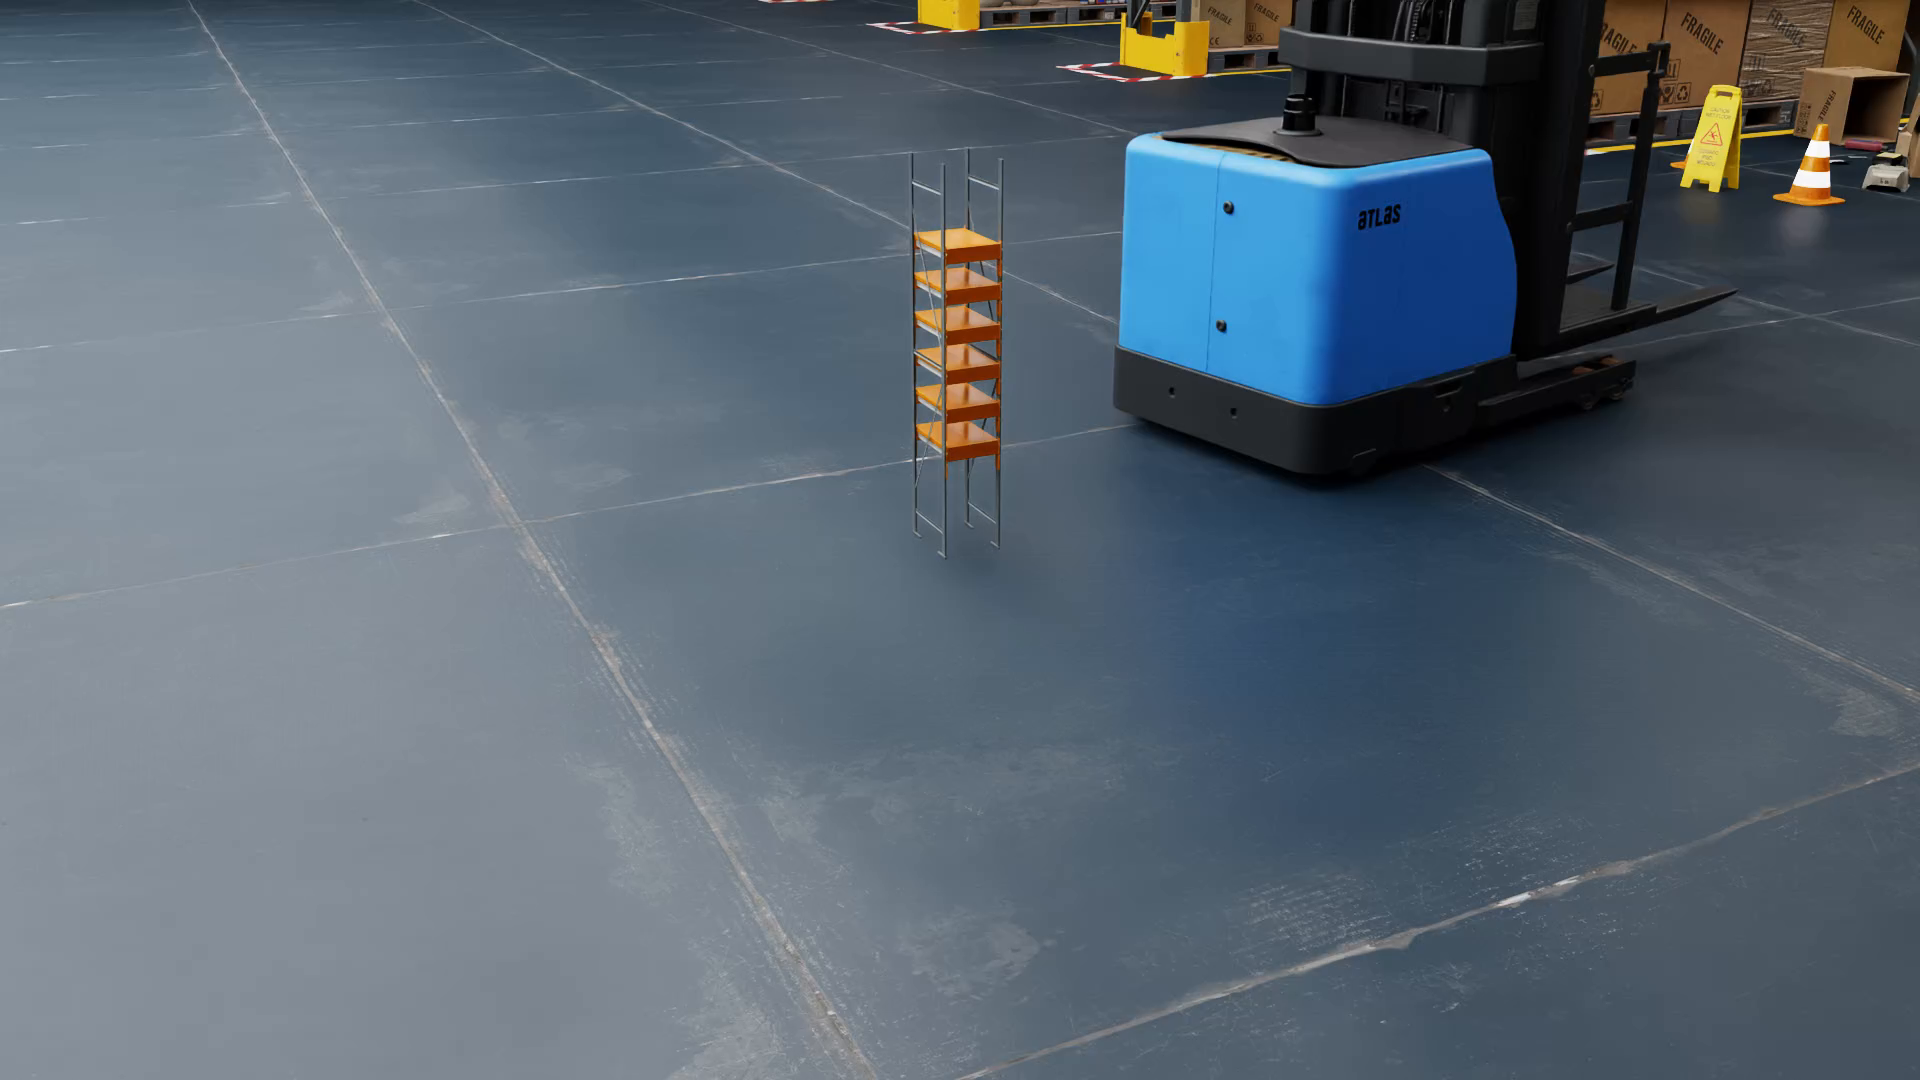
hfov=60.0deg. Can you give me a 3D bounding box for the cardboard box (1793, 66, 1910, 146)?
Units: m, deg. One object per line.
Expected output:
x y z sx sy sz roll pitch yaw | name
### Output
6.663 -3.250 12.445 0.500 0.500 0.500 -6 23 -14 | cardboard box

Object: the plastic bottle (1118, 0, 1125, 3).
2.062 -6.978 21.270 0.097 0.201 0.097 0 22 0 | plastic bottle

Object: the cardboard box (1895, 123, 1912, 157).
6.867 -2.832 11.745 0.258 0.266 0.396 -6 23 -14 | cardboard box

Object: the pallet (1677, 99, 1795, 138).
5.797 -3.424 13.245 1.213 0.211 1.003 -10 25 -24 | pallet

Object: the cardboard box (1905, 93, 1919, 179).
6.735 -2.673 11.049 0.797 0.503 0.637 10 24 22 | cardboard box

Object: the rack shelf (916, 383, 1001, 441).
-0.013 -0.400 5.078 0.180 0.103 0.258 -10 25 -24 | rack shelf

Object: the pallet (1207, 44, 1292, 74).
2.768 -4.925 16.871 1.213 0.211 1.003 -10 25 -24 | pallet

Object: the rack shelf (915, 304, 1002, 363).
-0.013 -0.622 4.986 0.180 0.103 0.258 -10 25 -24 | rack shelf

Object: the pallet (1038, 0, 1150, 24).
1.685 -6.859 21.544 1.213 0.211 1.003 -10 25 -24 | pallet

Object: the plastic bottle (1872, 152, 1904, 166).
6.473 -2.657 11.588 0.133 0.061 0.283 20 30 40 | plastic bottle

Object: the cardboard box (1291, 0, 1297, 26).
3.619 -5.423 17.148 0.500 0.500 0.500 -8 24 -19 | cardboard box

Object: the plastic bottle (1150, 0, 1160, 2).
2.490 -7.136 21.456 0.185 0.351 0.144 -11 25 -24 | plastic bottle

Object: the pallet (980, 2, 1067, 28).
0.587 -6.658 21.059 1.213 0.211 1.003 -10 25 -24 | pallet

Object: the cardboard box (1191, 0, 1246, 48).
2.523 -5.215 16.645 0.500 0.500 0.500 -6 23 -14 | cardboard box

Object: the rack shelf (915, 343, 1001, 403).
-0.013 -0.511 5.032 0.180 0.103 0.258 -10 25 -24 | rack shelf

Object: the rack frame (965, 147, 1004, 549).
0.069 -0.567 5.051 0.006 1.200 0.240 -10 25 -24 | rack frame

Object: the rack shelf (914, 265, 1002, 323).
-0.013 -0.733 4.940 0.180 0.103 0.258 -10 25 -24 | rack shelf

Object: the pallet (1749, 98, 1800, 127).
6.898 -3.628 13.738 1.213 0.211 1.003 -10 25 -24 | pallet

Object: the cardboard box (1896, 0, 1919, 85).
8.137 -4.304 14.118 0.750 0.750 1.050 -11 25 -24 | cardboard box

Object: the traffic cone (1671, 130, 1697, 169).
5.107 -2.778 11.357 0.334 0.463 0.336 -10 25 -24 | traffic cone

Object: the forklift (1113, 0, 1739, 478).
2.051 -2.005 6.261 3.031 2.935 1.130 -17 28 -35 | forklift

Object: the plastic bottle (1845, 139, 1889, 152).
6.612 -2.868 12.100 0.283 0.061 0.133 20 30 40 | plastic bottle

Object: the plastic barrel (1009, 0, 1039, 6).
0.816 -7.048 21.058 0.421 0.512 0.421 0 22 0 | plastic barrel

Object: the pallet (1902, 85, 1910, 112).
8.280 -3.881 14.349 1.213 0.211 1.003 -10 25 -24 | pallet

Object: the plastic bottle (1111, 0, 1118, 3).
1.972 -6.994 21.217 0.097 0.271 0.097 0 22 0 | plastic bottle

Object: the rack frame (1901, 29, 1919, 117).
7.617 -5.015 13.444 0.127 3.000 1.000 -10 25 -24 | rack frame

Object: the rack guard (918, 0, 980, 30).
-0.147 -6.659 20.682 0.348 0.500 1.175 -10 25 -24 | rack guard

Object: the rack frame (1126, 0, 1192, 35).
1.953 -6.078 16.011 0.127 3.000 1.000 -10 25 -24 | rack frame

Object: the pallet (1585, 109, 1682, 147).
4.699 -3.223 12.760 1.213 0.211 1.003 -10 25 -24 | pallet

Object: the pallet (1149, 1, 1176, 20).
2.786 -7.063 22.036 1.213 0.211 1.003 -10 25 -24 | pallet

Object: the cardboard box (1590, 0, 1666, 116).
4.595 -3.699 12.494 0.875 0.875 0.875 -10 25 -23 | cardboard box

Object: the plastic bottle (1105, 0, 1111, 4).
1.882 -6.978 21.177 0.097 0.271 0.097 0 22 0 | plastic bottle

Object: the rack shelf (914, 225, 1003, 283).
-0.013 -0.844 4.894 0.180 0.103 0.258 -10 25 -24 | rack shelf

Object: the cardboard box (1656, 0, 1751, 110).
5.387 -3.846 12.848 0.875 0.875 0.875 -11 25 -24 | cardboard box

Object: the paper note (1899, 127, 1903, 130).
7.404 -3.220 12.988 0.147 0.020 0.142 10 24 22 | paper note

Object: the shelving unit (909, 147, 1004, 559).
-0.013 -0.552 5.015 0.189 1.200 0.258 -10 25 -24 | shelving unit

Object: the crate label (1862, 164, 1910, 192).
5.972 -2.334 10.709 0.250 0.136 0.298 15 27 31 | crate label

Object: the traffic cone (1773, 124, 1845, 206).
5.291 -2.332 10.280 0.334 0.463 0.336 -10 25 -24 | traffic cone

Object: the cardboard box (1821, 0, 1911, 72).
7.020 -4.147 13.576 0.875 0.875 0.875 -10 25 -23 | cardboard box

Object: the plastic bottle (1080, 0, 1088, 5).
1.573 -6.921 21.039 0.097 0.271 0.097 0 22 0 | plastic bottle

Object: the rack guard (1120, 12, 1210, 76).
2.021 -4.935 16.519 0.348 0.500 1.175 -10 25 -24 | rack guard

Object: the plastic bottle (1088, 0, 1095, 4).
1.667 -6.906 21.094 0.097 0.201 0.097 0 22 0 | plastic bottle

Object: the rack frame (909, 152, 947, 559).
-0.095 -0.537 4.978 0.006 1.200 0.240 -10 25 -24 | rack frame

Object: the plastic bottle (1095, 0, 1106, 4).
1.785 -6.958 21.113 0.133 0.283 0.061 -10 25 -23 | plastic bottle

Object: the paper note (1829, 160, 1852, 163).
6.124 -2.647 11.607 0.142 0.017 0.144 -2 23 -5 | paper note

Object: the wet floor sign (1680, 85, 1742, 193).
4.845 -2.577 10.631 0.232 0.644 0.267 -15 27 -33 | wet floor sign

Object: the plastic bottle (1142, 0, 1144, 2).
2.341 -7.076 21.408 0.135 0.276 0.152 -10 24 -23 | plastic bottle

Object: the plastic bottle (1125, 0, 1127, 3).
2.155 -7.028 21.298 0.097 0.271 0.097 0 22 0 | plastic bottle

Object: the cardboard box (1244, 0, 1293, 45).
3.046 -5.326 16.913 0.500 0.500 0.500 -4 23 -10 | cardboard box

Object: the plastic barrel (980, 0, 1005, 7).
0.364 -6.965 20.857 0.421 0.512 0.421 0 22 0 | plastic barrel

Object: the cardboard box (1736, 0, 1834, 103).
6.209 -3.997 13.212 0.875 0.875 0.875 -10 25 -23 | cardboard box

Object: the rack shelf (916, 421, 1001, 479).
-0.013 -0.289 5.124 0.180 0.103 0.258 -10 25 -24 | rack shelf
